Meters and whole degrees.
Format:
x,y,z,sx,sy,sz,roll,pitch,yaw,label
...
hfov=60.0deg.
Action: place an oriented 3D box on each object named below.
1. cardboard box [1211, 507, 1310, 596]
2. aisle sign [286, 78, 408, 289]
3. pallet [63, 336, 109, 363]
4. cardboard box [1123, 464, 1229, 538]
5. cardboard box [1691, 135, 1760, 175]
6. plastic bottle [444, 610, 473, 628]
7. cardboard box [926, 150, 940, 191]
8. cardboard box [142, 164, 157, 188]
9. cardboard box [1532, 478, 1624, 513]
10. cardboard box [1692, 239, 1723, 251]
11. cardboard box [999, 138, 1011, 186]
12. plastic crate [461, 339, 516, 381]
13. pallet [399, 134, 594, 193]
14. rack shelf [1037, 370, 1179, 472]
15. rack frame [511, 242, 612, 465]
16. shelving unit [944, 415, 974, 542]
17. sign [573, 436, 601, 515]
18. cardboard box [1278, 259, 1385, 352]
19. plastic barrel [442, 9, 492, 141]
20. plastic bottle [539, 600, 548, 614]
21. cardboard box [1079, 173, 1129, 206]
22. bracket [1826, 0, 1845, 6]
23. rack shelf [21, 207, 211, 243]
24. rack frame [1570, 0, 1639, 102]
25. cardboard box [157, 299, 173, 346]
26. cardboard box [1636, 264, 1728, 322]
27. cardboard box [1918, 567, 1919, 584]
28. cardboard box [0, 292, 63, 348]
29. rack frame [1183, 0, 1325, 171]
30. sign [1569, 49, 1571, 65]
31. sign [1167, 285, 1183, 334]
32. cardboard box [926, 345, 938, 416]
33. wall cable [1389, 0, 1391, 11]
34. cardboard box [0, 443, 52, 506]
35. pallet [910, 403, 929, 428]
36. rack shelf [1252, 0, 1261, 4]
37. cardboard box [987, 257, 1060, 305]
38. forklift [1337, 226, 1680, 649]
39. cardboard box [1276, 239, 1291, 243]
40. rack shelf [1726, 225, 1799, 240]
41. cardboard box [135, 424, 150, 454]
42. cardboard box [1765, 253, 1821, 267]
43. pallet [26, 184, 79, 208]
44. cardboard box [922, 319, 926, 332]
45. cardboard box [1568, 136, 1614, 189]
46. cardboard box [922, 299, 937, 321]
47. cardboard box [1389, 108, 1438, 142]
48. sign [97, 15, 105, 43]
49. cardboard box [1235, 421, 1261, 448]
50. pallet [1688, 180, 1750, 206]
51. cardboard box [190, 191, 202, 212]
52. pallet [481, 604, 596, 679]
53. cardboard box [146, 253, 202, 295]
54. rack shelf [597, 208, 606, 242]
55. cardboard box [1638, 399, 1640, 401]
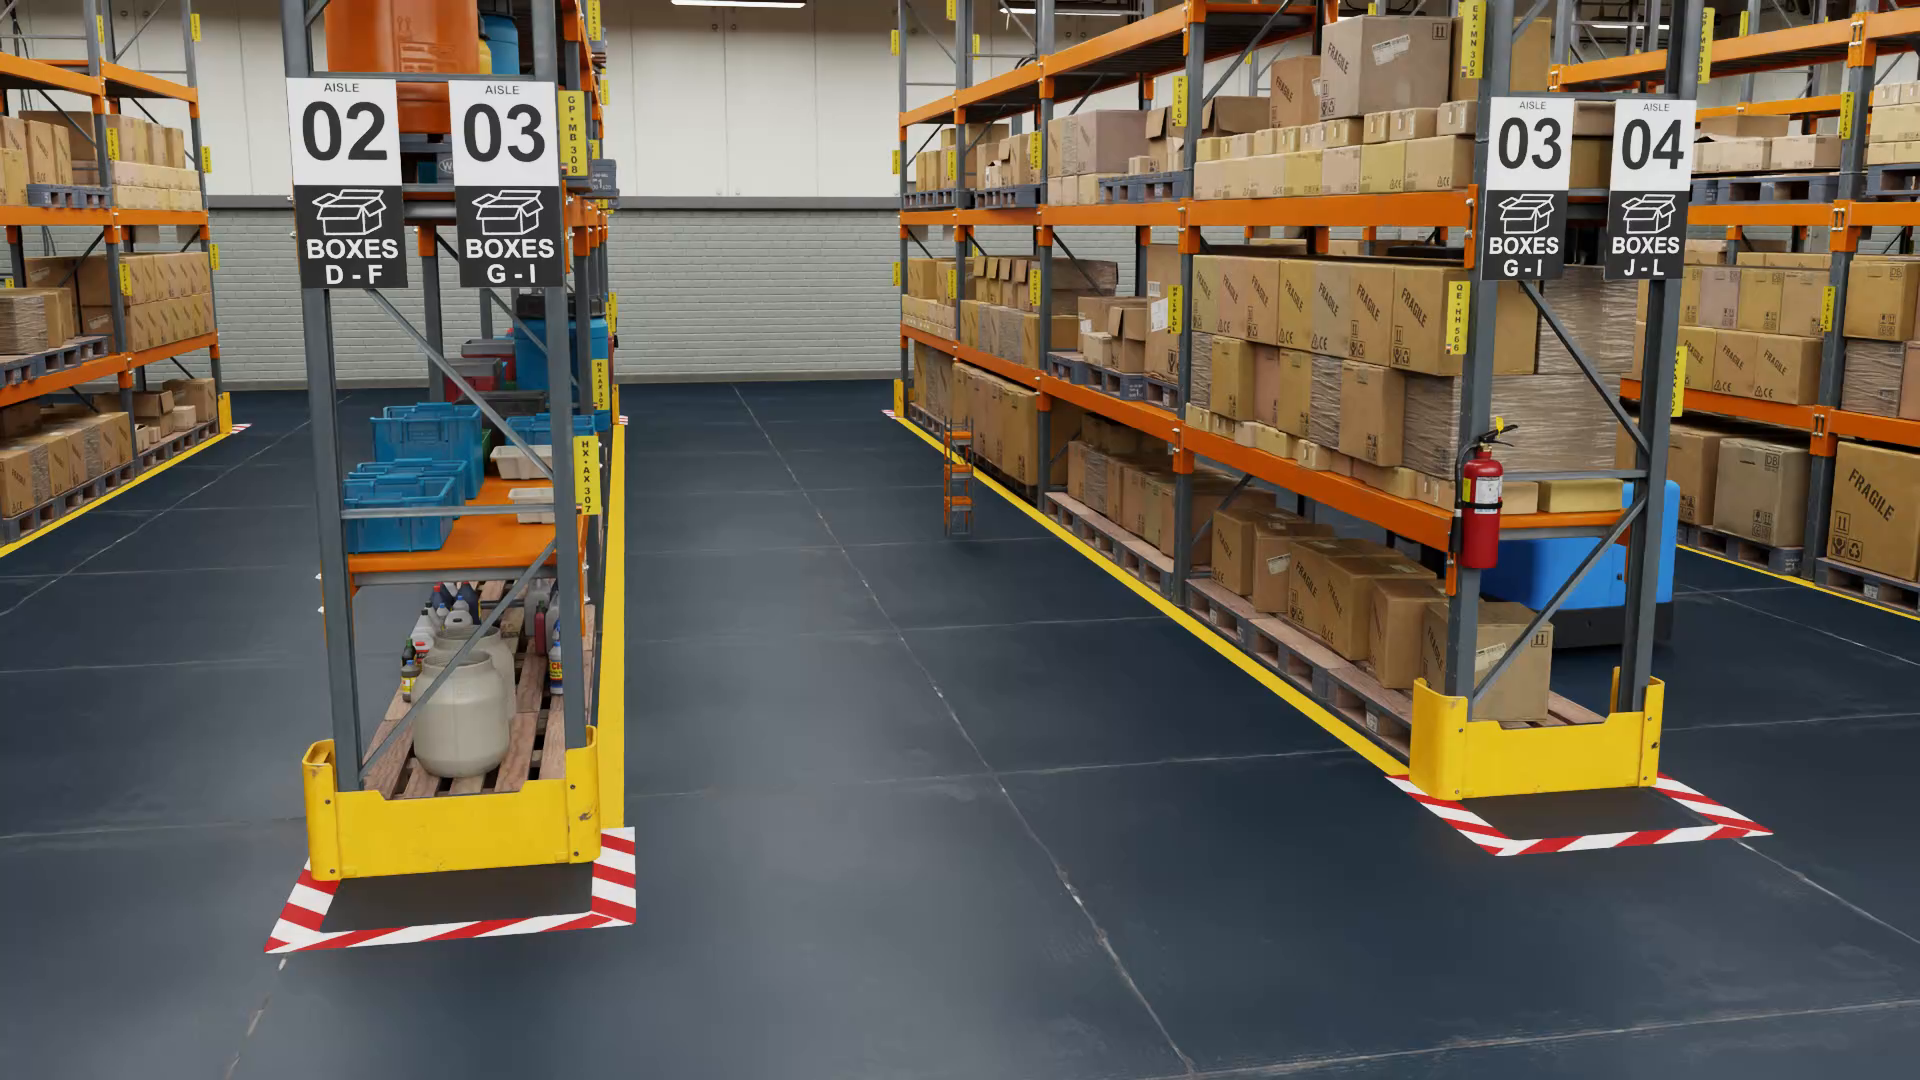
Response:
x,y,z,sx,sy,sz,roll,pitch,yaw,label
2.047,0.072,11.356,0.500,0.500,0.500,-2,11,-13,cardboard box
-2.349,-1.363,6.385,0.394,0.787,0.004,-2,11,-11,aisle sign
-9.217,-1.887,16.602,1.003,0.211,1.213,-2,11,-11,pallet
1.727,-0.316,13.346,0.700,0.500,0.500,-3,11,-16,cardboard box
6.337,-3.185,13.732,0.500,0.311,0.500,-3,11,-13,cardboard box
-2.840,0.544,9.426,0.152,0.276,0.135,-2,11,-11,plastic bottle
-0.032,-4.709,21.235,0.700,0.500,0.500,-3,11,-15,cardboard box
-9.301,-4.059,18.543,0.500,0.250,0.500,-2,11,-11,cardboard box
2.965,-0.228,8.044,0.380,0.149,0.250,-2,11,-11,cardboard box
9.818,-3.854,21.747,0.380,0.149,0.250,-2,11,-11,cardboard box
0.812,-3.862,17.044,0.797,0.503,0.637,-2,11,-12,cardboard box
-3.613,-1.302,12.842,0.402,0.464,0.583,-2,11,-11,plastic crate
-2.137,-1.646,7.307,1.003,0.211,1.213,-2,11,-11,pallet
1.620,-1.038,13.549,1.077,0.370,4.000,-2,11,-11,rack shelf
-4.406,-2.311,18.318,1.000,3.000,0.127,-2,11,-11,rack frame
-0.010,-0.526,14.150,0.215,1.050,0.252,-2,11,-11,shelving unit
-1.531,-0.266,6.829,0.100,0.325,0.005,-2,11,-11,sign
2.150,-1.344,9.499,0.500,0.500,0.500,-2,11,-11,cardboard box
-2.418,-2.087,7.491,0.600,0.588,0.600,0,11,0,plastic barrel
-2.437,0.485,9.716,0.061,0.283,0.133,-2,11,-11,plastic bottle
1.281,-2.874,13.653,0.500,0.250,0.500,-2,11,-10,cardboard box
14.356,-8.920,27.369,0.235,0.232,0.430,-2,11,-11,bracket
-9.654,-3.619,19.089,1.077,0.370,4.000,-2,11,-11,rack shelf
9.396,-6.533,24.451,1.000,3.000,0.127,-2,11,-11,rack frame
-9.295,-2.470,18.884,0.500,0.500,0.500,-2,11,-11,cardboard box
6.395,-2.191,14.741,0.700,0.500,0.500,-2,11,-12,cardboard box
7.126,-0.065,11.077,0.875,0.875,0.875,-2,11,-11,cardboard box
-8.861,-2.065,15.635,0.700,0.500,0.500,-5,12,-25,cardboard box
2.009,-3.971,10.994,1.000,3.000,0.127,-2,11,-11,rack frame
8.850,-7.050,24.249,0.100,0.325,0.005,-2,11,-11,sign
1.465,-1.572,11.337,0.100,0.325,0.005,-2,11,-11,sign
0.055,-2.106,21.799,0.875,0.875,0.875,-2,11,-11,cardboard box
6.495,-10.456,29.019,2.355,3.000,0.029,-2,11,-11,wall cable
-8.403,-0.576,14.710,0.500,0.500,0.500,-3,11,-13,cardboard box
-0.093,-1.711,22.623,1.003,0.211,1.213,-2,11,-11,pallet
4.949,-7.246,21.237,1.077,0.370,4.000,-2,11,-11,rack shelf
0.707,-2.790,17.883,0.797,0.503,0.637,-2,11,-10,cardboard box
3.621,-0.988,11.548,1.130,2.935,3.031,-3,11,-16,forklift
4.570,-3.793,22.364,0.500,0.500,0.500,-2,11,-12,cardboard box
9.785,-4.339,22.871,1.077,0.370,4.000,-2,11,-11,rack shelf
-9.135,-1.112,18.031,0.500,0.311,0.500,-2,11,-11,cardboard box
10.103,-3.209,20.091,0.500,0.500,0.500,-2,11,-11,cardboard box
-9.002,-3.201,15.471,1.213,0.211,1.003,-2,11,-11,pallet
-0.279,-2.742,21.255,0.380,0.149,0.250,-2,11,-12,cardboard box
2.947,-1.788,7.948,0.500,0.250,0.500,-2,11,-9,cardboard box
-0.188,-2.917,21.104,0.500,0.250,0.500,-2,11,-12,cardboard box
2.330,-2.024,8.121,0.380,0.149,0.250,-3,11,-13,cardboard box
-10.575,-6.291,20.470,0.100,0.325,0.005,-2,11,-11,sign
1.933,-0.666,10.347,0.380,0.149,0.250,-2,11,-11,cardboard box
6.513,-2.979,14.310,1.003,0.211,1.213,-2,11,-8,pallet
-9.685,-4.181,20.518,0.500,0.250,0.500,-2,11,-11,cardboard box
-2.760,0.650,10.214,1.003,0.211,1.213,-2,11,-11,pallet
-9.588,-3.242,20.263,0.500,0.500,0.500,-2,11,-9,cardboard box
-4.017,-3.065,16.177,1.077,0.370,4.000,-2,11,-11,rack shelf
9.982,-2.083,22.846,0.875,0.438,0.875,-2,11,-13,cardboard box
